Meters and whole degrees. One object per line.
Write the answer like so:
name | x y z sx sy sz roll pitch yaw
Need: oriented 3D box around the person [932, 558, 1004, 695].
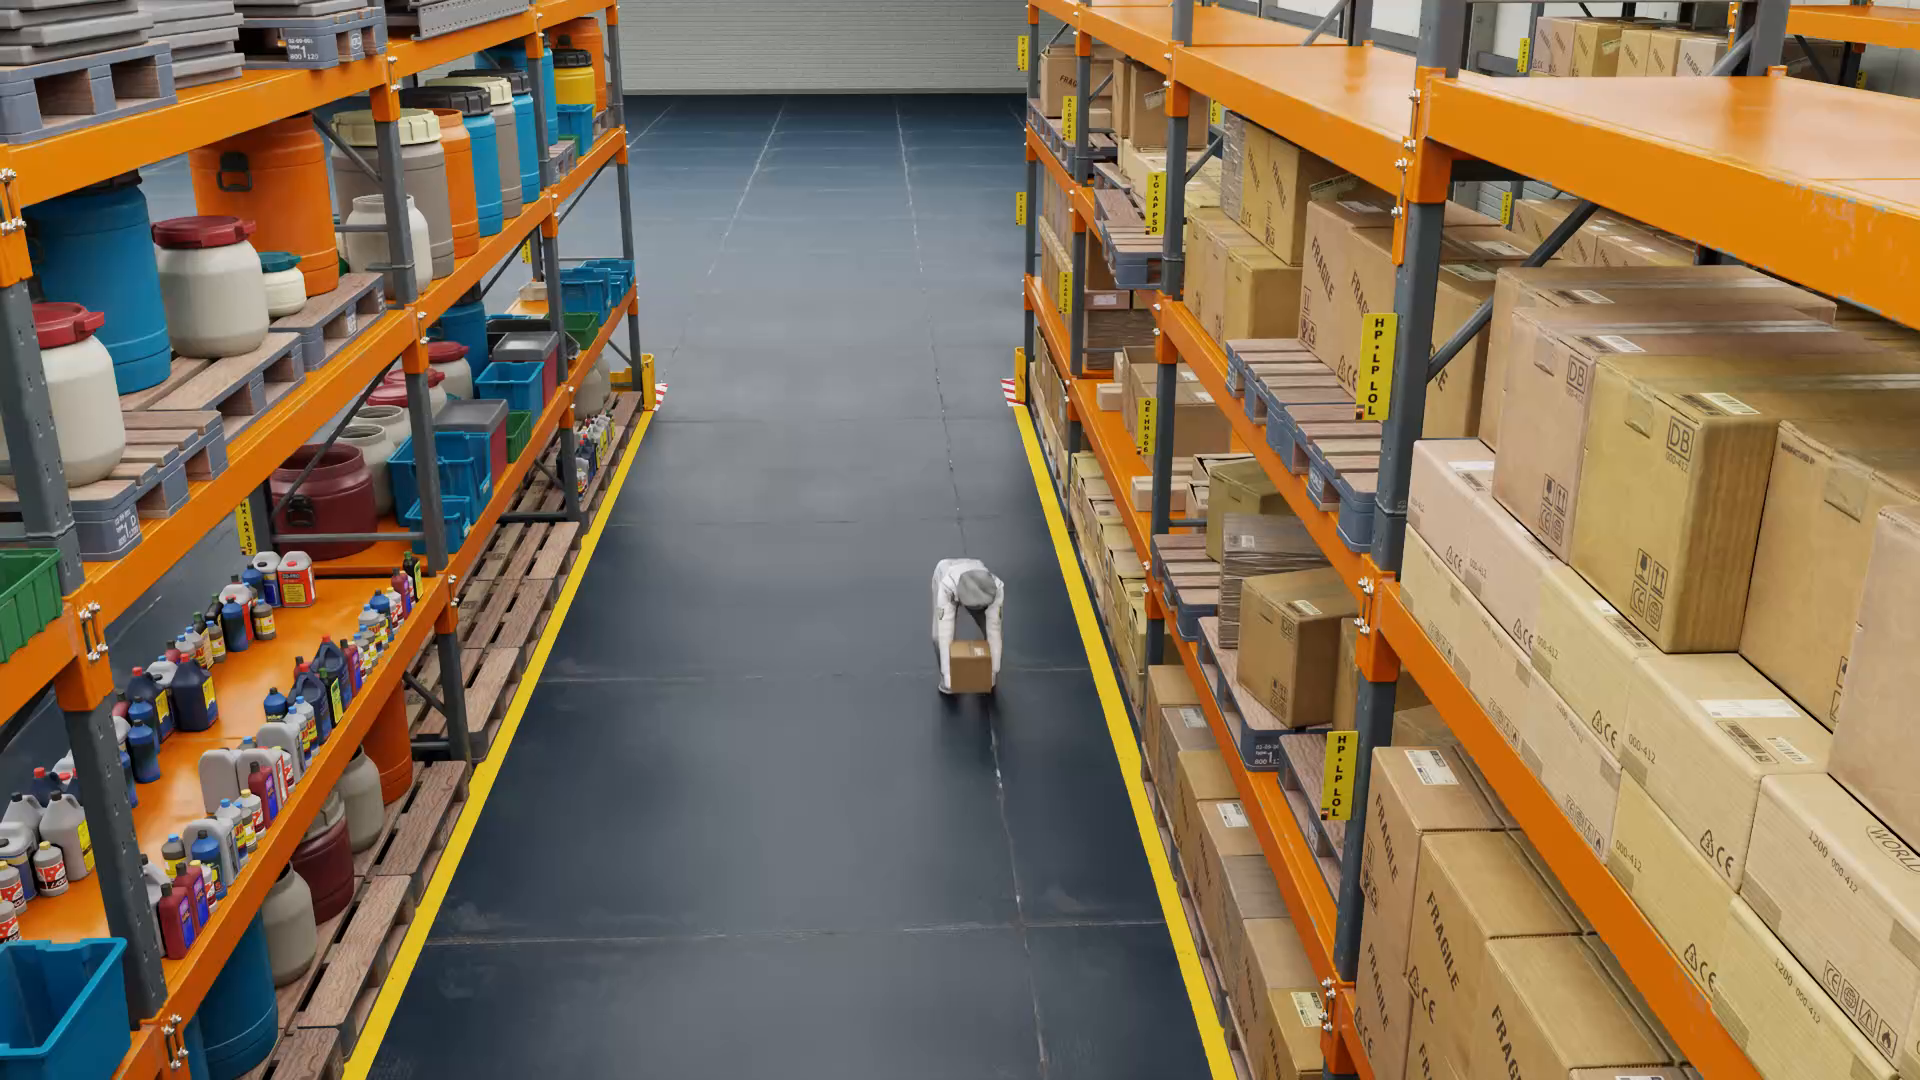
person | 0.051 0.539 10.615 0.462 0.983 0.911 -2 21 -6
